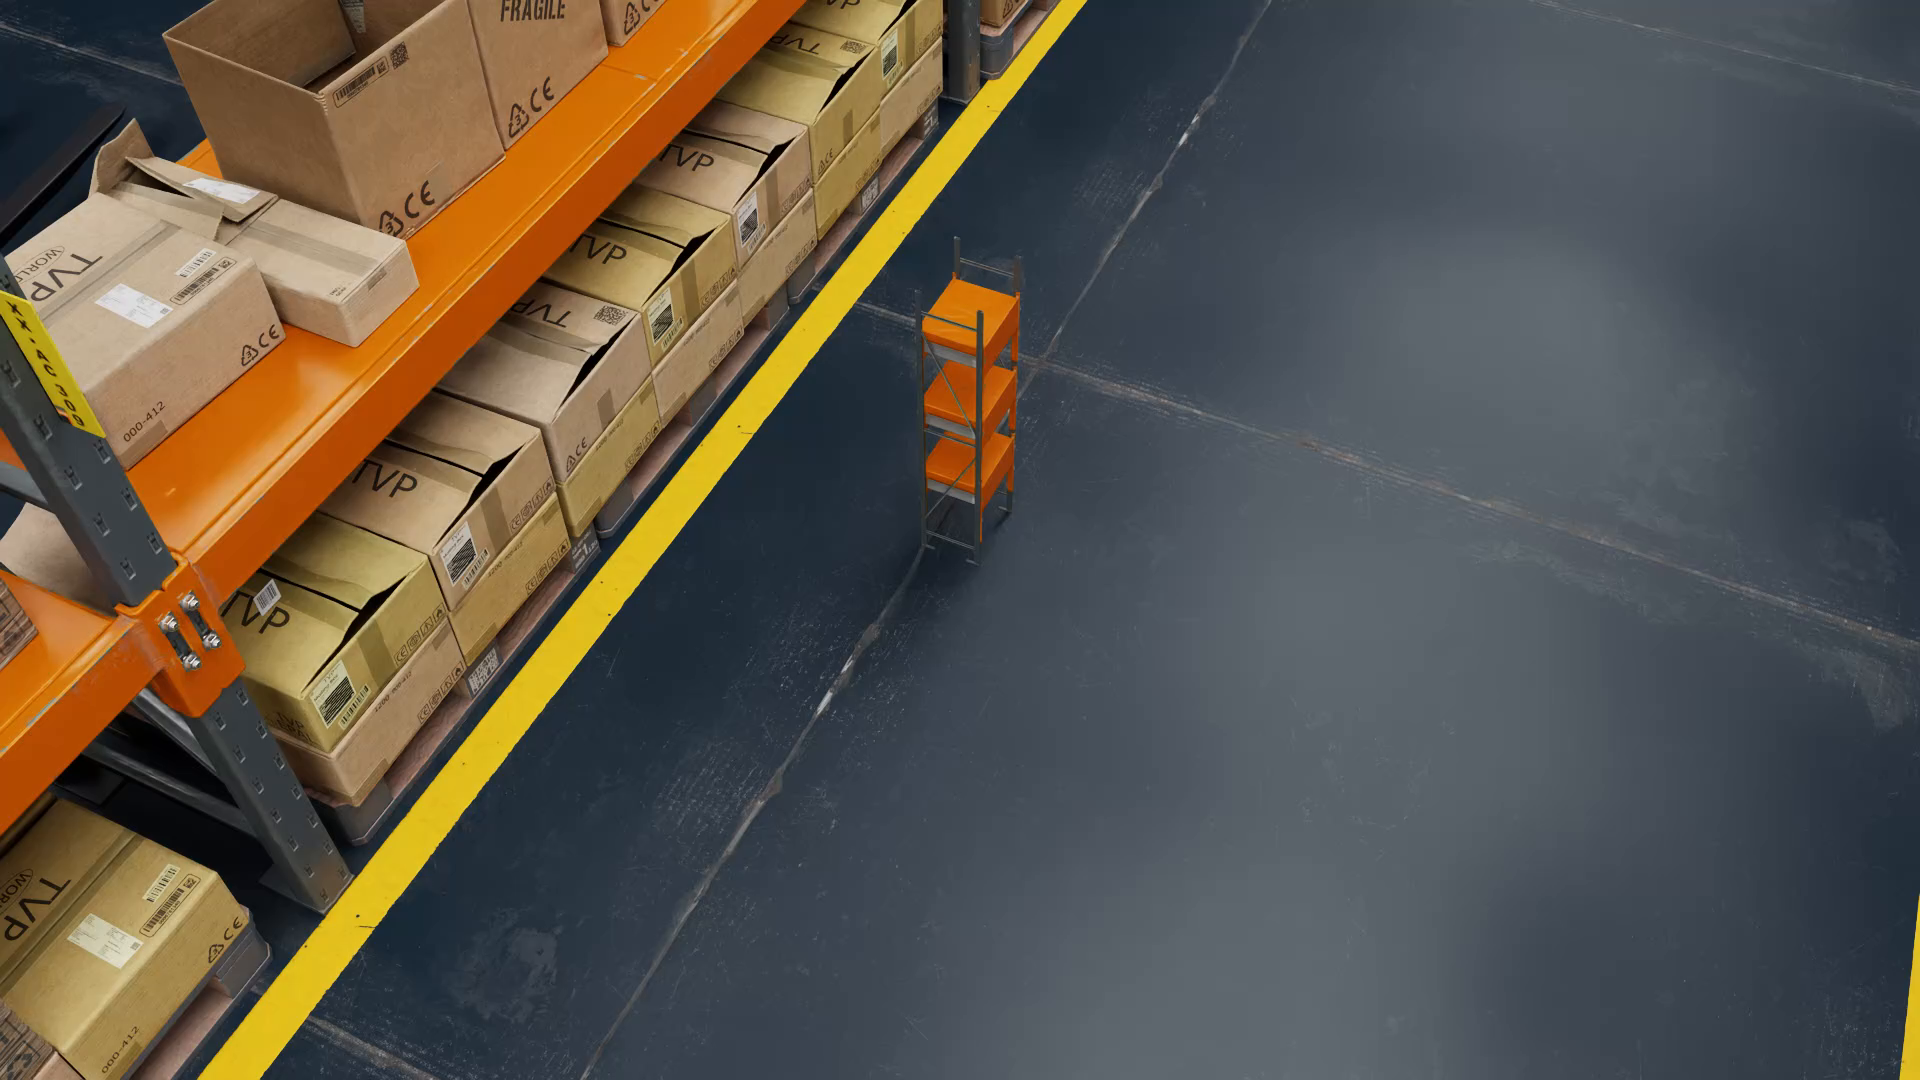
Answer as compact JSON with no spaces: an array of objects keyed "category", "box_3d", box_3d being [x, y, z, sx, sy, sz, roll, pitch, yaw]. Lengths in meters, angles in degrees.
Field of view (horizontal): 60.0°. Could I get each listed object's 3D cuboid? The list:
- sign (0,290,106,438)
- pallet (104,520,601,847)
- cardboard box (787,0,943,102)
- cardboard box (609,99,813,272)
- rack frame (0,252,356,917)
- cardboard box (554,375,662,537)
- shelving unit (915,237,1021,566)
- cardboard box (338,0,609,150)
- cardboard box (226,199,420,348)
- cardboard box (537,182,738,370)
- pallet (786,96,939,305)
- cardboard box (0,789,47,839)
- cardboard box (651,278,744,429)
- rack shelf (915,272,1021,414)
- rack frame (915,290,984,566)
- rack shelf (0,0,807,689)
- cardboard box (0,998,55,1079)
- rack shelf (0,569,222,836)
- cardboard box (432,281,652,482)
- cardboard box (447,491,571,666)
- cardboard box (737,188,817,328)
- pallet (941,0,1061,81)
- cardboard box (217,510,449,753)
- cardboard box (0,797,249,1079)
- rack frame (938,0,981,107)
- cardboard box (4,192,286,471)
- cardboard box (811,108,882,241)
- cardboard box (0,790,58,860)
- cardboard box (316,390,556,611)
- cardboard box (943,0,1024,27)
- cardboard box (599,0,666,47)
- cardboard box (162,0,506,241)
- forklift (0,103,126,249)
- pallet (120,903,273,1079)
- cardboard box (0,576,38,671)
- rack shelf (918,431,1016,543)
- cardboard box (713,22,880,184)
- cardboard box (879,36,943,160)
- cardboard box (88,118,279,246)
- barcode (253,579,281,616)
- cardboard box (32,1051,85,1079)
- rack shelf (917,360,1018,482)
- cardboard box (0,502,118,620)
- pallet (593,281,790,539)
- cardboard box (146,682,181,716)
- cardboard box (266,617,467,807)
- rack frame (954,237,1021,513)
[{"category":"sign","box_3d":[-1.602,-0.308,2.922,0.100,0.325,0.005,20,52,16]},{"category":"pallet","box_3d":[-1.825,0.202,4.939,1.003,0.211,1.213,20,52,16]},{"category":"cardboard box","box_3d":[-0.397,-1.922,6.077,0.500,0.311,0.500,21,53,17]},{"category":"cardboard box","box_3d":[-0.831,-1.215,5.476,0.500,0.311,0.500,19,52,16]},{"category":"rack frame","box_3d":[-2.105,-0.181,3.435,1.000,3.000,0.127,20,52,16]},{"category":"cardboard box","box_3d":[-1.270,-0.333,5.093,0.500,0.250,0.500,18,52,15]},{"category":"shelving unit","box_3d":[0.023,-0.377,4.882,0.215,1.050,0.252,20,52,16]},{"category":"cardboard box","box_3d":[-1.323,-1.445,4.444,0.500,0.500,0.500,20,52,16]},{"category":"cardboard box","box_3d":[-1.541,-0.644,3.993,0.380,0.149,0.250,20,52,16]},{"category":"cardboard box","box_3d":[-1.047,-0.871,5.183,0.500,0.311,0.500,21,53,17]},{"category":"pallet","box_3d":[-0.783,-1.478,6.369,1.003,0.211,1.213,20,52,16]},{"category":"cardboard box","box_3d":[-2.586,0.548,3.851,0.500,0.500,0.500,20,52,16]},{"category":"cardboard box","box_3d":[-1.052,-0.683,5.391,0.500,0.250,0.500,21,53,17]},{"category":"rack shelf","box_3d":[0.023,-0.554,4.673,0.215,0.259,0.240,20,52,16]},{"category":"rack frame","box_3d":[-0.029,-0.293,4.810,0.200,1.050,0.008,20,52,16]},{"category":"rack shelf","box_3d":[-1.250,-1.325,4.881,1.077,0.370,4.000,20,52,16]},{"category":"cardboard box","box_3d":[-2.330,1.062,3.414,0.500,0.500,0.500,20,52,16]},{"category":"rack shelf","box_3d":[-2.959,1.429,2.537,1.077,0.370,4.000,20,52,16]},{"category":"cardboard box","box_3d":[-1.264,-0.511,4.877,0.500,0.311,0.500,18,52,15]},{"category":"cardboard box","box_3d":[-1.489,0.025,4.789,0.500,0.250,0.500,21,53,17]},{"category":"cardboard box","box_3d":[-0.835,-1.038,5.693,0.500,0.250,0.500,21,53,17]},{"category":"pallet","box_3d":[-0.043,-2.534,7.267,1.003,0.211,1.213,20,52,16]},{"category":"cardboard box","box_3d":[-1.703,0.188,4.282,0.500,0.311,0.500,20,52,16]},{"category":"cardboard box","box_3d":[-2.105,0.964,3.990,0.500,0.250,0.500,20,52,16]},{"category":"rack frame","box_3d":[-0.396,-2.936,5.778,1.000,3.000,0.127,20,52,16]},{"category":"cardboard box","box_3d":[-1.934,-0.486,3.792,0.500,0.250,0.500,23,53,18]},{"category":"cardboard box","box_3d":[-0.617,-1.383,5.987,0.500,0.250,0.500,19,52,16]},{"category":"cardboard box","box_3d":[-2.577,0.794,4.134,0.500,0.250,0.500,20,52,16]},{"category":"cardboard box","box_3d":[-1.484,-0.155,4.573,0.500,0.311,0.500,19,52,16]},{"category":"cardboard box","box_3d":[0.057,-2.489,6.750,0.500,0.500,0.500,22,53,18]},{"category":"cardboard box","box_3d":[-1.098,-1.807,4.753,0.500,0.500,0.500,17,52,14]},{"category":"cardboard box","box_3d":[-1.537,-1.100,4.151,0.500,0.500,0.500,23,53,19]},{"category":"forklift","box_3d":[-3.927,-1.429,4.541,1.130,2.935,3.031,12,51,10]},{"category":"pallet","box_3d":[-2.483,1.256,4.042,1.003,0.211,1.213,20,52,16]},{"category":"cardboard box","box_3d":[-2.289,0.094,3.135,0.700,0.500,0.500,19,52,15]},{"category":"rack shelf","box_3d":[0.023,-0.190,5.101,0.215,0.259,0.240,20,52,16]},{"category":"cardboard box","box_3d":[-0.613,-1.562,5.771,0.500,0.311,0.500,19,52,16]},{"category":"cardboard box","box_3d":[-0.400,-1.739,6.290,0.500,0.250,0.500,21,53,17]},{"category":"cardboard box","box_3d":[-1.895,-0.803,4.052,0.396,0.266,0.258,19,52,15]},{"category":"barcode","box_3d":[-1.619,0.135,3.888,0.001,0.075,0.075,20,52,16]},{"category":"cardboard box","box_3d":[-2.328,1.305,3.700,0.500,0.250,0.500,20,52,16]},{"category":"rack shelf","box_3d":[0.023,-0.370,4.890,0.215,0.259,0.240,20,52,16]},{"category":"cardboard box","box_3d":[-2.191,0.020,4.425,0.500,0.311,0.500,20,52,16]},{"category":"pallet","box_3d":[-1.305,-0.641,5.657,1.003,0.211,1.213,20,52,16]},{"category":"cardboard box","box_3d":[-2.190,0.194,4.645,0.500,0.250,0.500,19,52,16]},{"category":"cardboard box","box_3d":[-1.709,0.377,4.490,0.500,0.250,0.500,19,52,15]},{"category":"rack frame","box_3d":[0.075,-0.461,4.953,0.200,1.050,0.008,20,52,16]}]
